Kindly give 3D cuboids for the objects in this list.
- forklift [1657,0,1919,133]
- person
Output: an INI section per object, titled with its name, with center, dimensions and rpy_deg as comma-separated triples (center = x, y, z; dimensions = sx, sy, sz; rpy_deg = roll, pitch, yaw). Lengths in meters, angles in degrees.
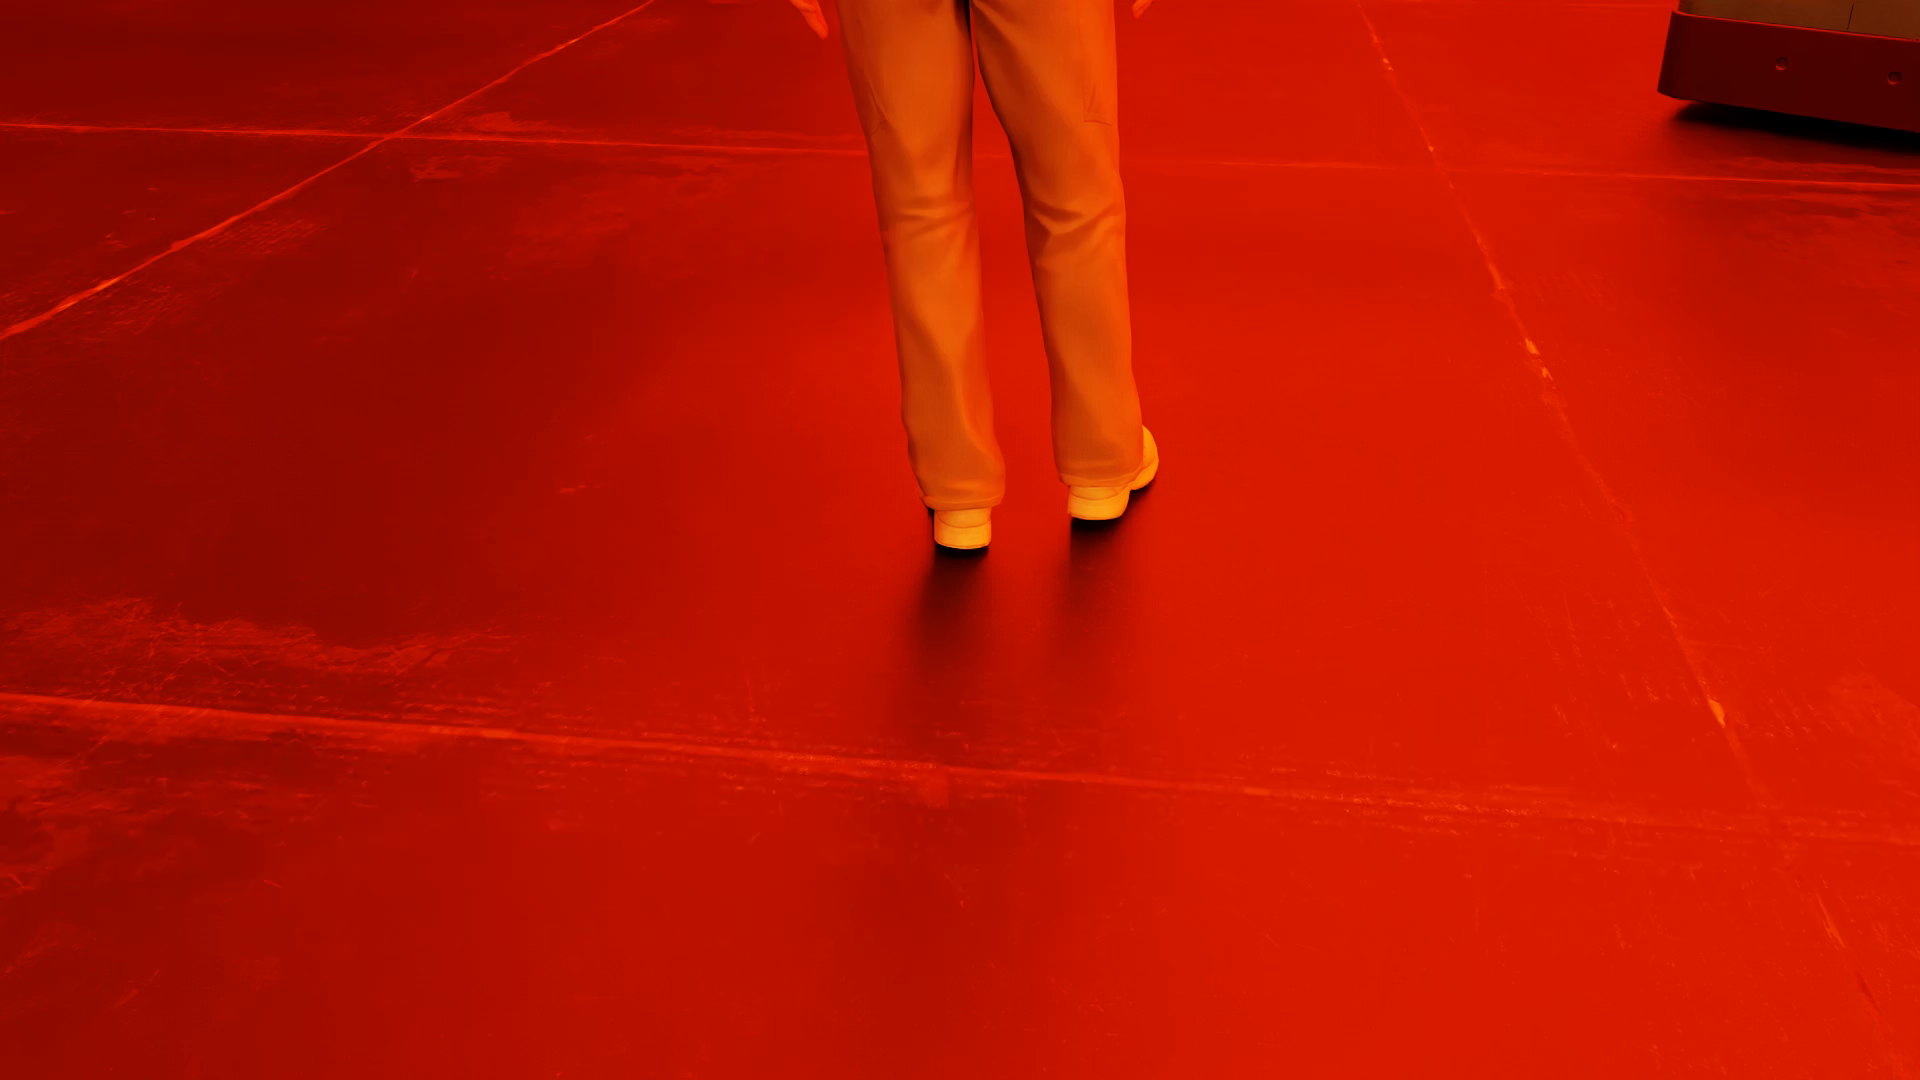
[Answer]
[forklift]
center = 3.513, -2.935, 5.100
dimensions = 1.130, 2.935, 3.031
rpy_deg = 23, 35, 38
[person]
center = 0.026, -0.796, 2.201
dimensions = 0.549, 1.675, 0.516
rpy_deg = 3, 27, 7
